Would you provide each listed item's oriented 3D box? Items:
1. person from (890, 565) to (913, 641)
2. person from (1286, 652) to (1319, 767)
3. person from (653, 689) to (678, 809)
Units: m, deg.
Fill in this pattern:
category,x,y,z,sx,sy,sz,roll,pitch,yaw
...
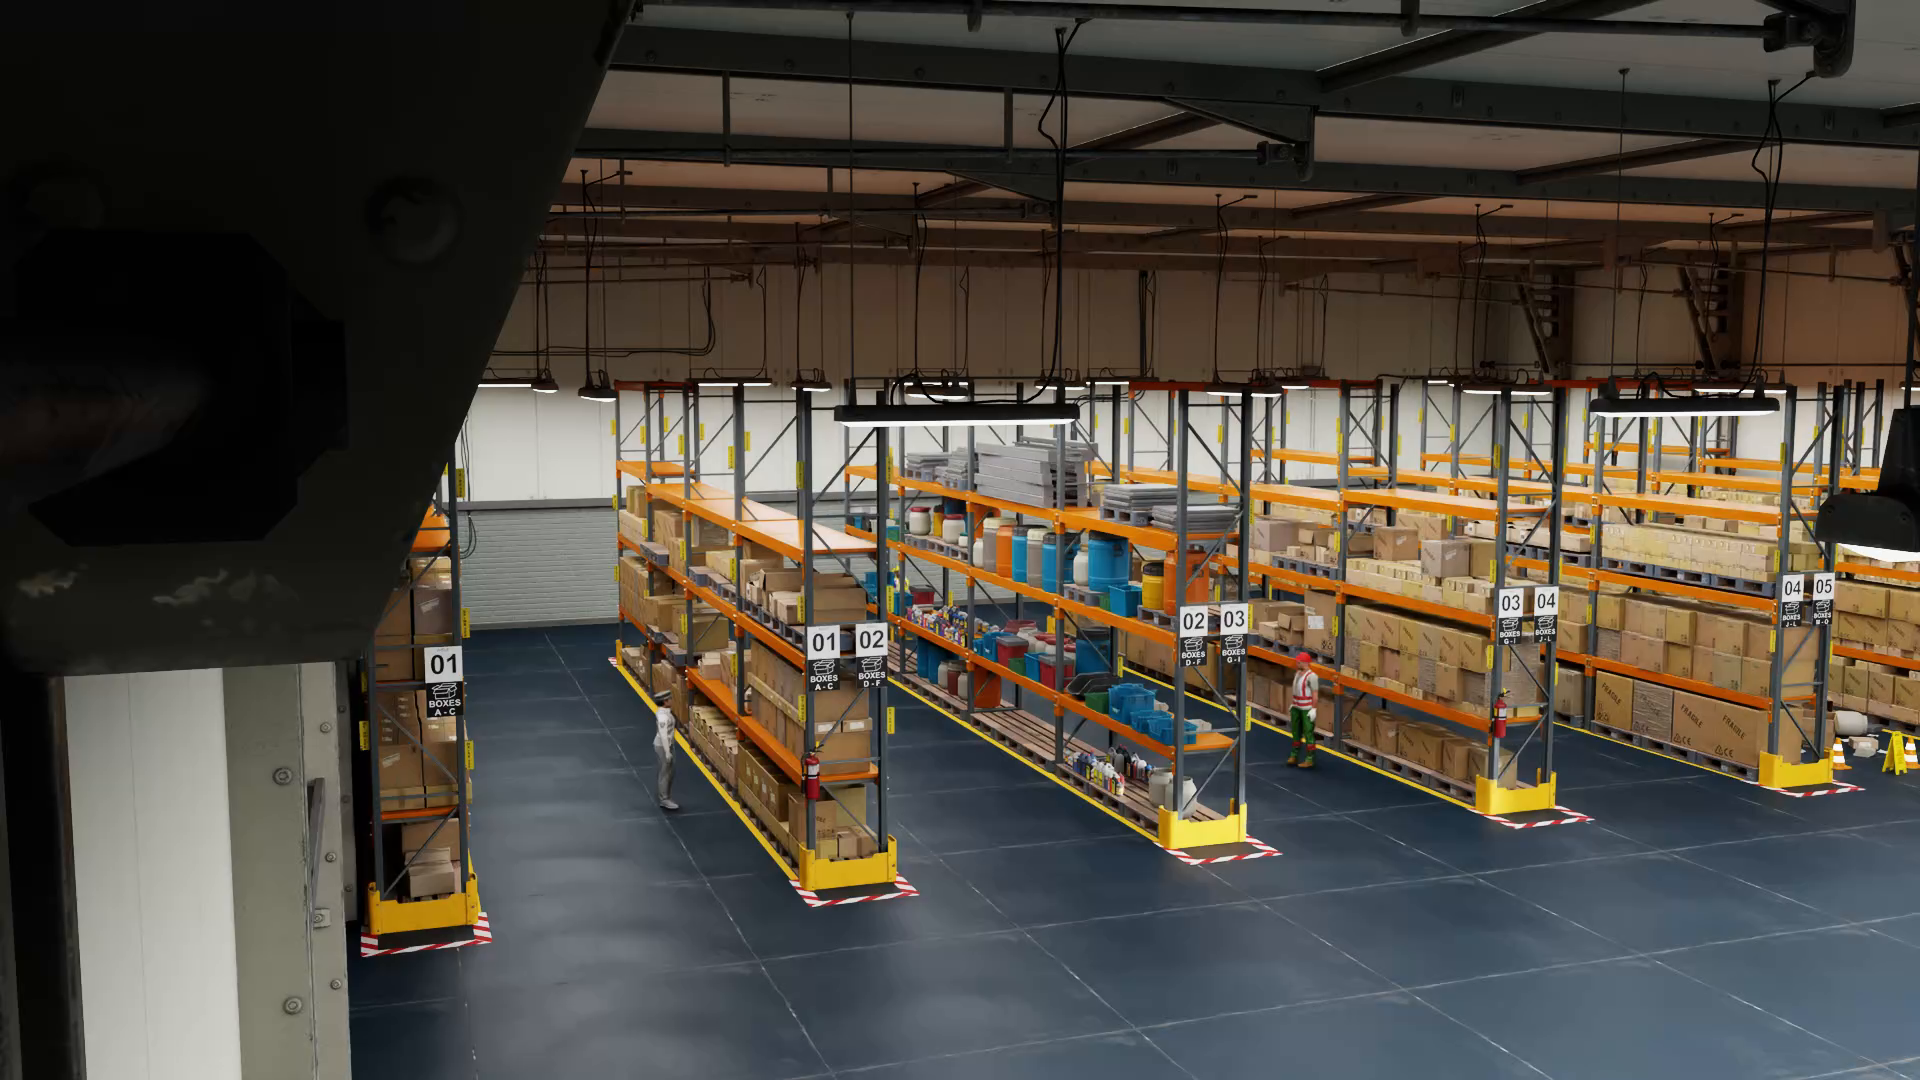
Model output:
category,x,y,z,sx,sy,sz,roll,pitch,yaw
person,-1.400,1.440,38.126,0.668,1.742,0.633,2,6,20
person,5.387,2.660,26.234,0.413,1.793,0.603,-3,7,-26
person,-4.217,3.013,23.858,0.361,1.756,0.568,0,6,-1
